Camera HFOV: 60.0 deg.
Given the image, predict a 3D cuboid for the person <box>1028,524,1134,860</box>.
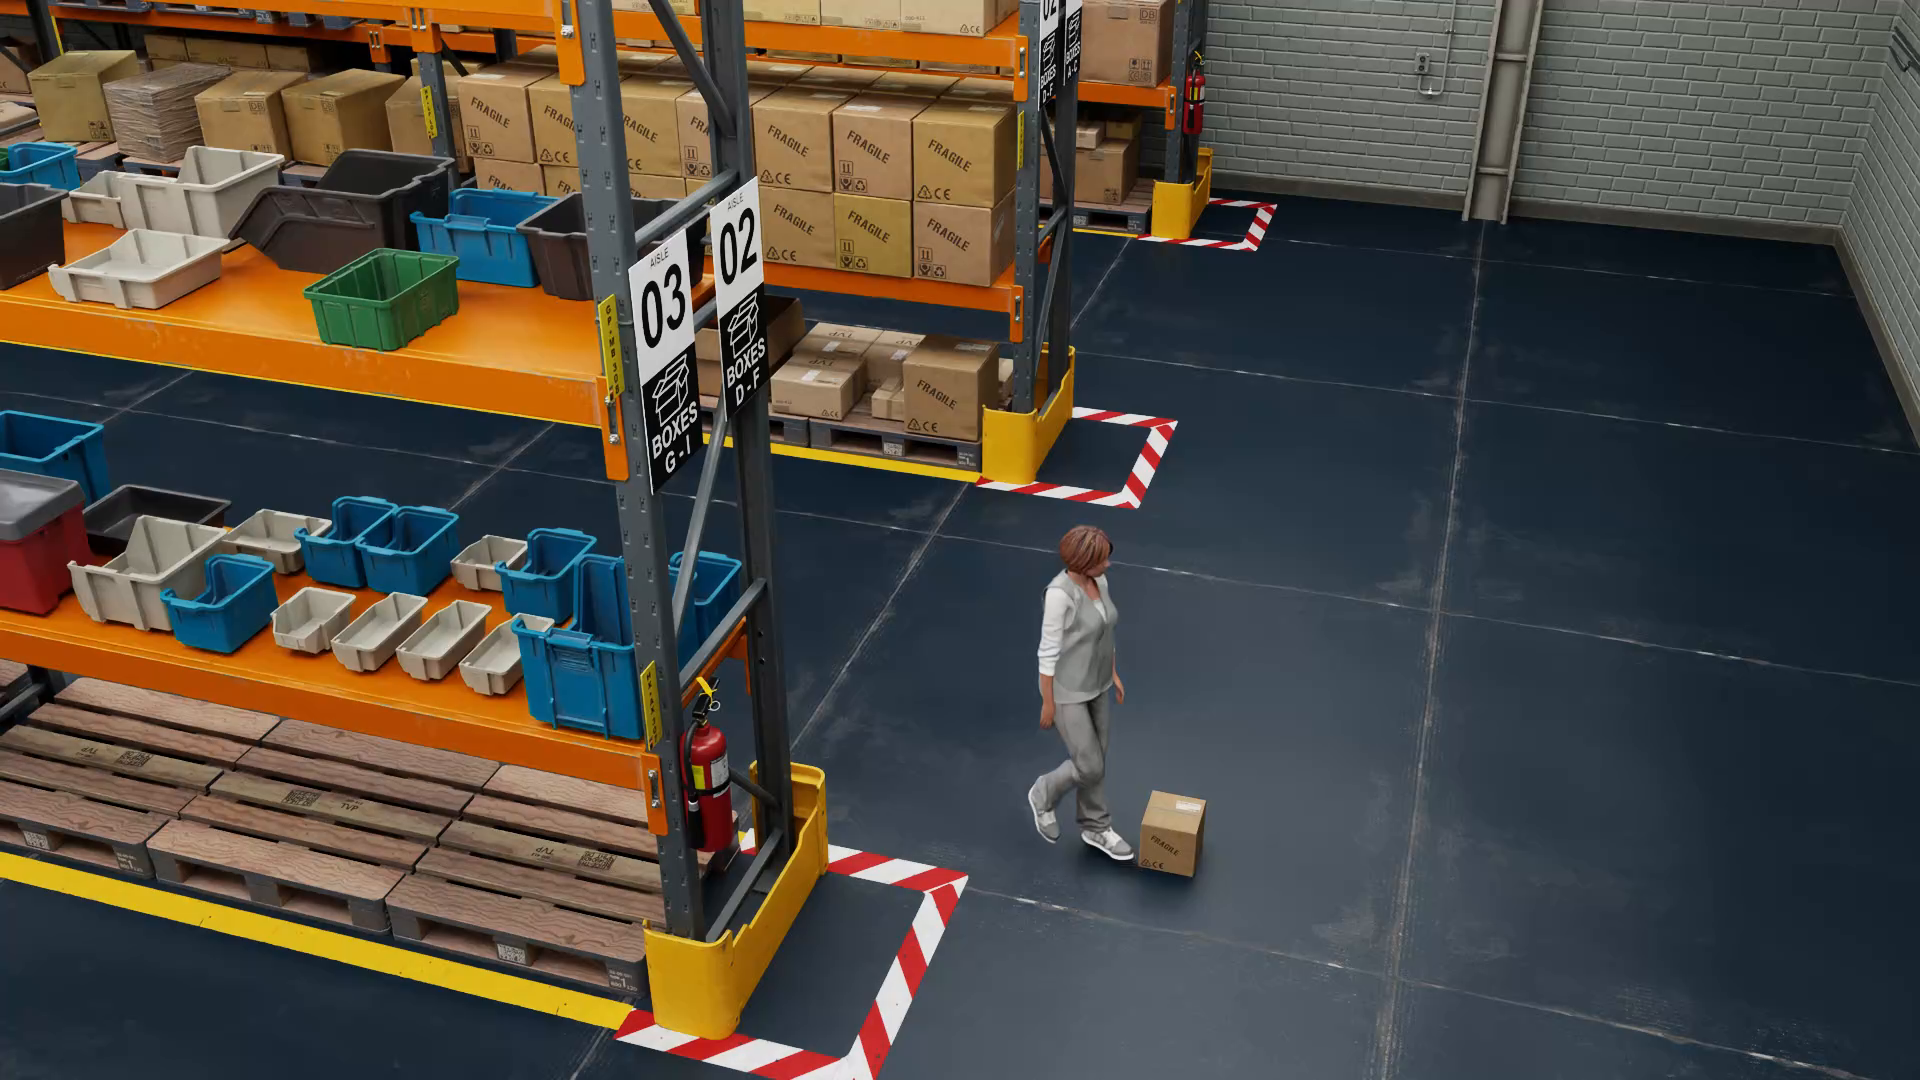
[{"bbox_3d":[0.582,0.687,7.281,0.515,1.581,0.469,19,35,29],"label":"person"}]
